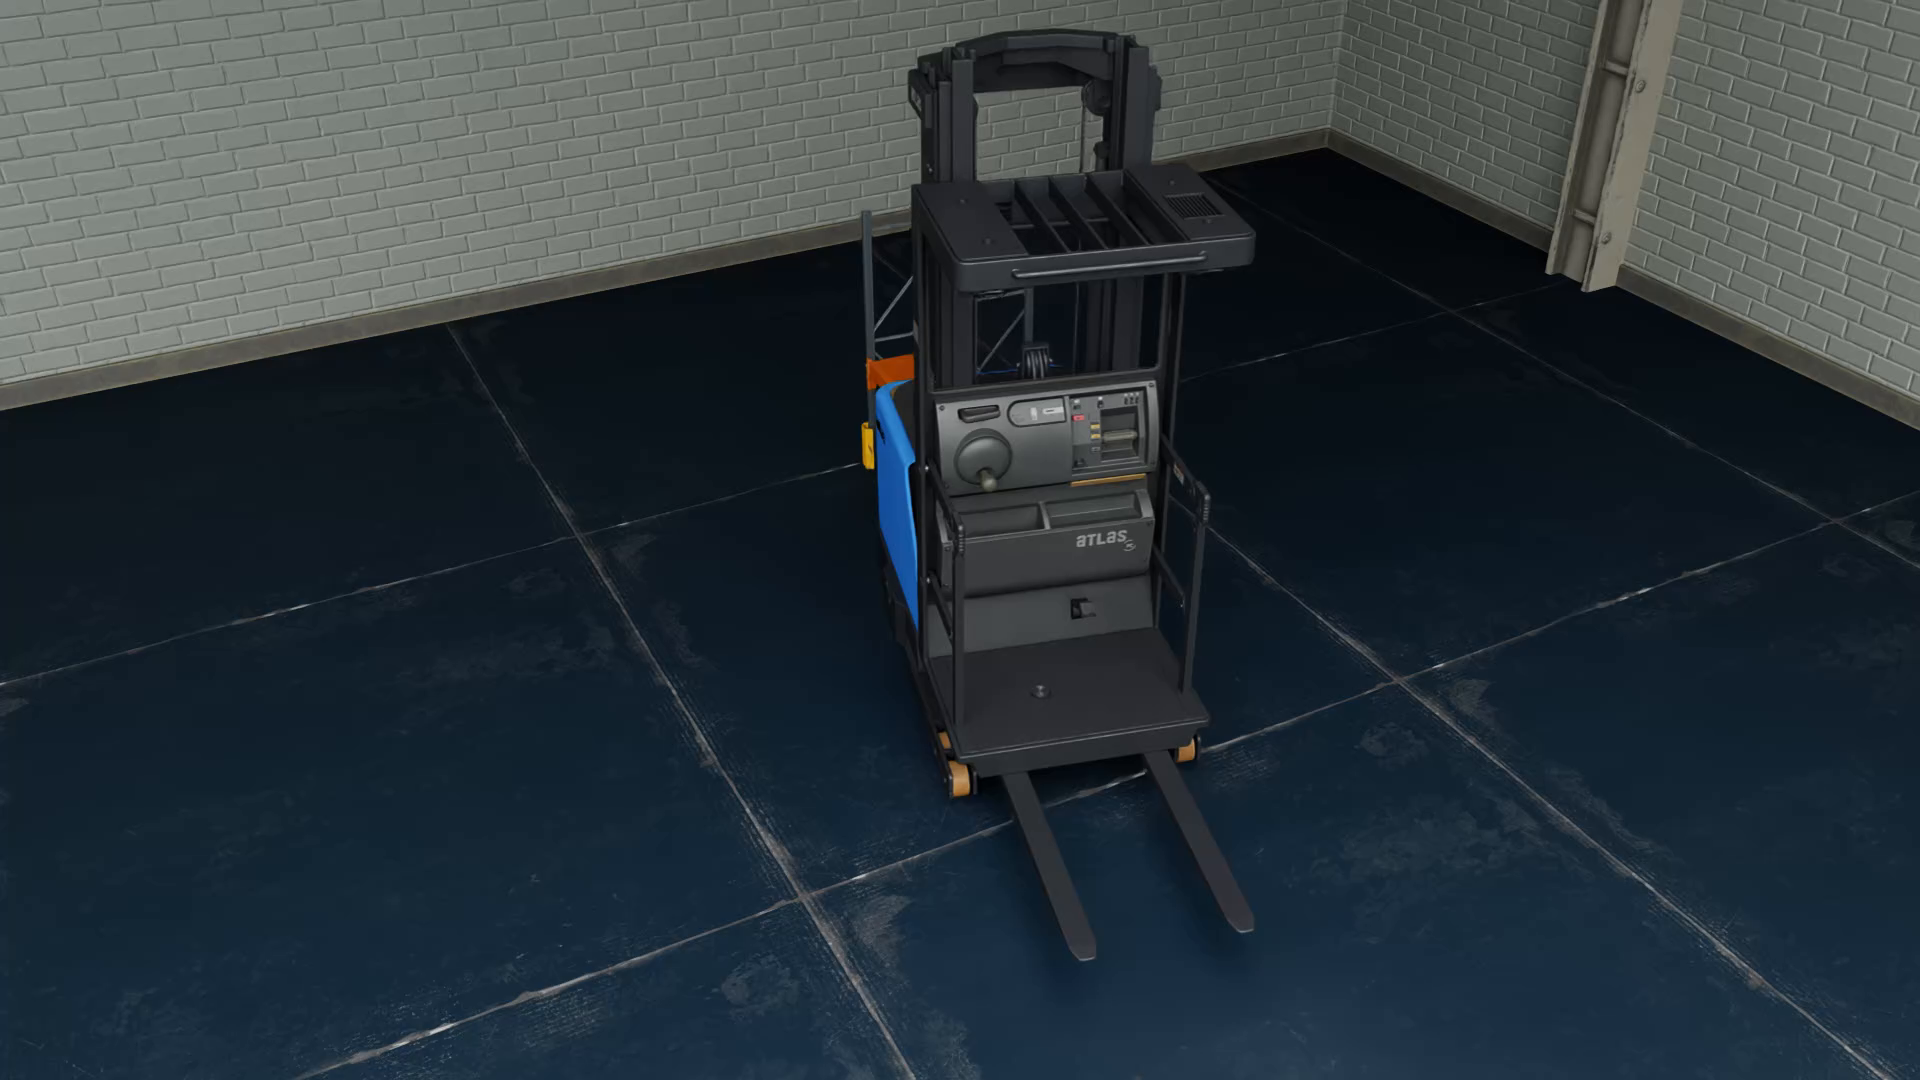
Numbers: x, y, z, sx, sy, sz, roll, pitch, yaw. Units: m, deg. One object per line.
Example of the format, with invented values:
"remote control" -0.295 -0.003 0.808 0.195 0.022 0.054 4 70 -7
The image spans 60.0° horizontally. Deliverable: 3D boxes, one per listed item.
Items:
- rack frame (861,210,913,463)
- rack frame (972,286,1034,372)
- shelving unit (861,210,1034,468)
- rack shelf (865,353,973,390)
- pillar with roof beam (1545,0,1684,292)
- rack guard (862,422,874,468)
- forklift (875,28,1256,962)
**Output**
"rack frame" -0.278 -1.124 9.115 0.500 1.500 0.032 -13 35 -19
"rack frame" 0.122 -0.620 8.327 0.500 1.500 0.032 -13 35 -19
"shelving unit" -0.075 -0.868 8.714 0.587 1.500 1.083 -13 35 -19
"rack shelf" -0.078 -0.721 8.818 0.538 0.185 1.000 -13 35 -19
"pillar with roof beam" 0.526 -4.535 7.486 9.100 9.000 0.400 -16 36 -23
"rack guard" -0.270 -0.588 9.437 0.587 0.250 0.087 -13 35 -19
"forklift" 0.413 -0.369 6.609 1.130 2.935 3.031 -7 33 -11
